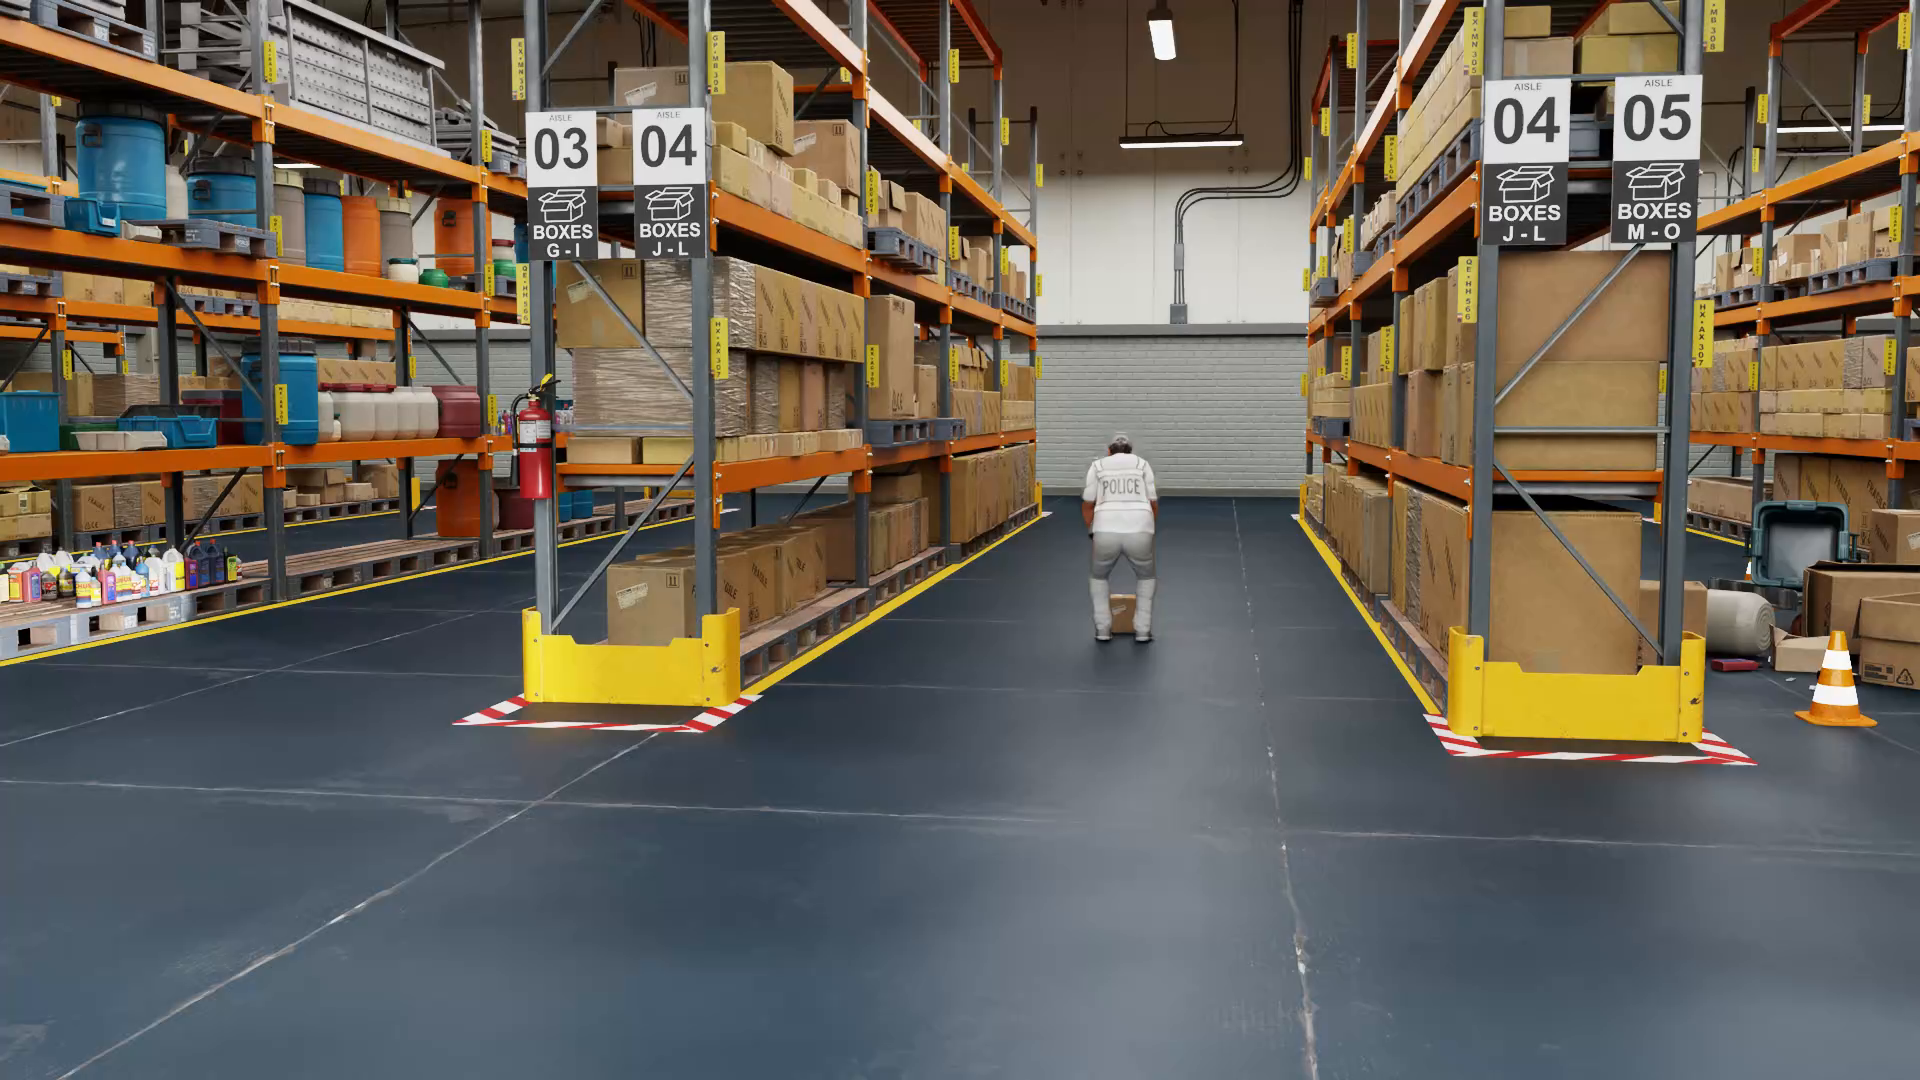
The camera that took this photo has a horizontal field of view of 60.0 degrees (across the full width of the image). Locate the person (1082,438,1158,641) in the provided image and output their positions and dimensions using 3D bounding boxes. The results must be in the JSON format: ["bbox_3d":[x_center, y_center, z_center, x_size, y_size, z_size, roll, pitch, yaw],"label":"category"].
[{"bbox_3d":[1.103,-0.006,11.570,0.532,1.421,0.640,1,5,9],"label":"person"}]
